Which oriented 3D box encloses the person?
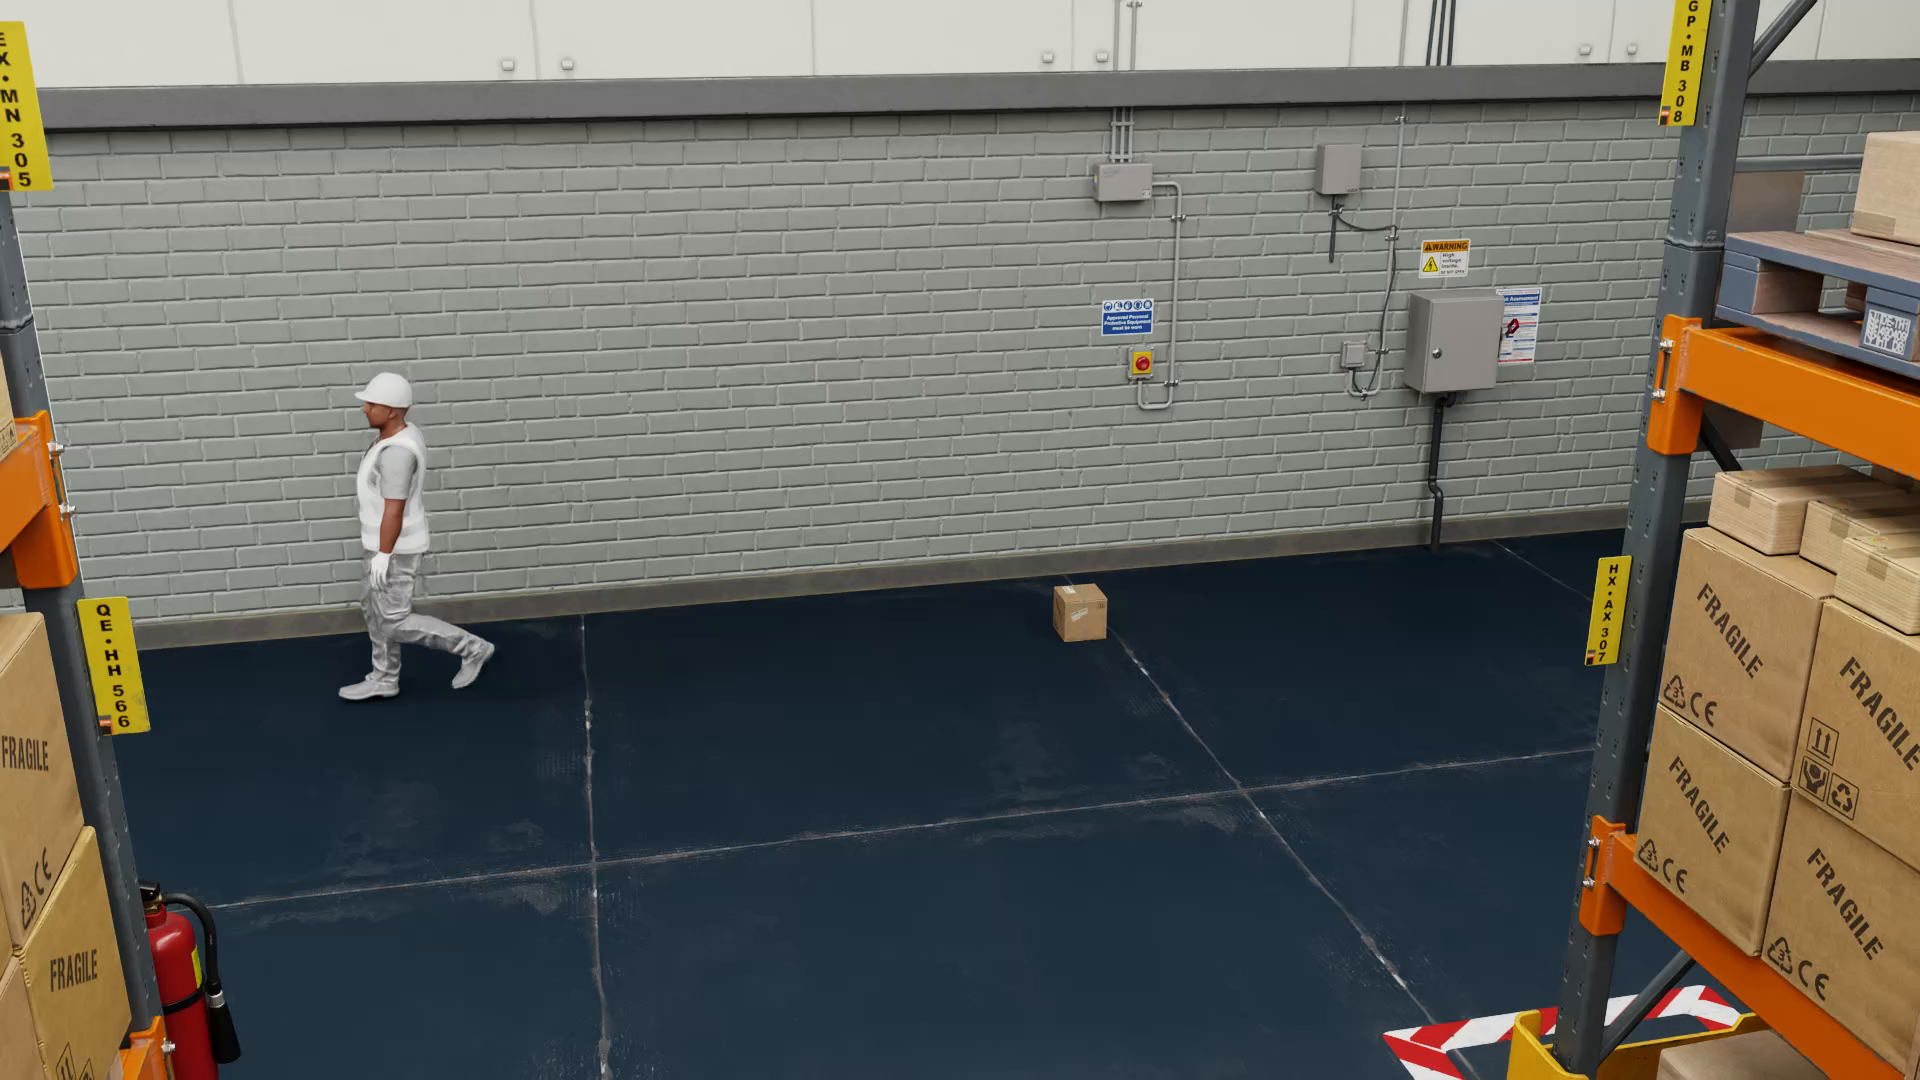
[{"bbox_3d":[-2.860,0.005,8.507,0.812,1.761,0.571,-6,20,-17],"label":"person"}]
